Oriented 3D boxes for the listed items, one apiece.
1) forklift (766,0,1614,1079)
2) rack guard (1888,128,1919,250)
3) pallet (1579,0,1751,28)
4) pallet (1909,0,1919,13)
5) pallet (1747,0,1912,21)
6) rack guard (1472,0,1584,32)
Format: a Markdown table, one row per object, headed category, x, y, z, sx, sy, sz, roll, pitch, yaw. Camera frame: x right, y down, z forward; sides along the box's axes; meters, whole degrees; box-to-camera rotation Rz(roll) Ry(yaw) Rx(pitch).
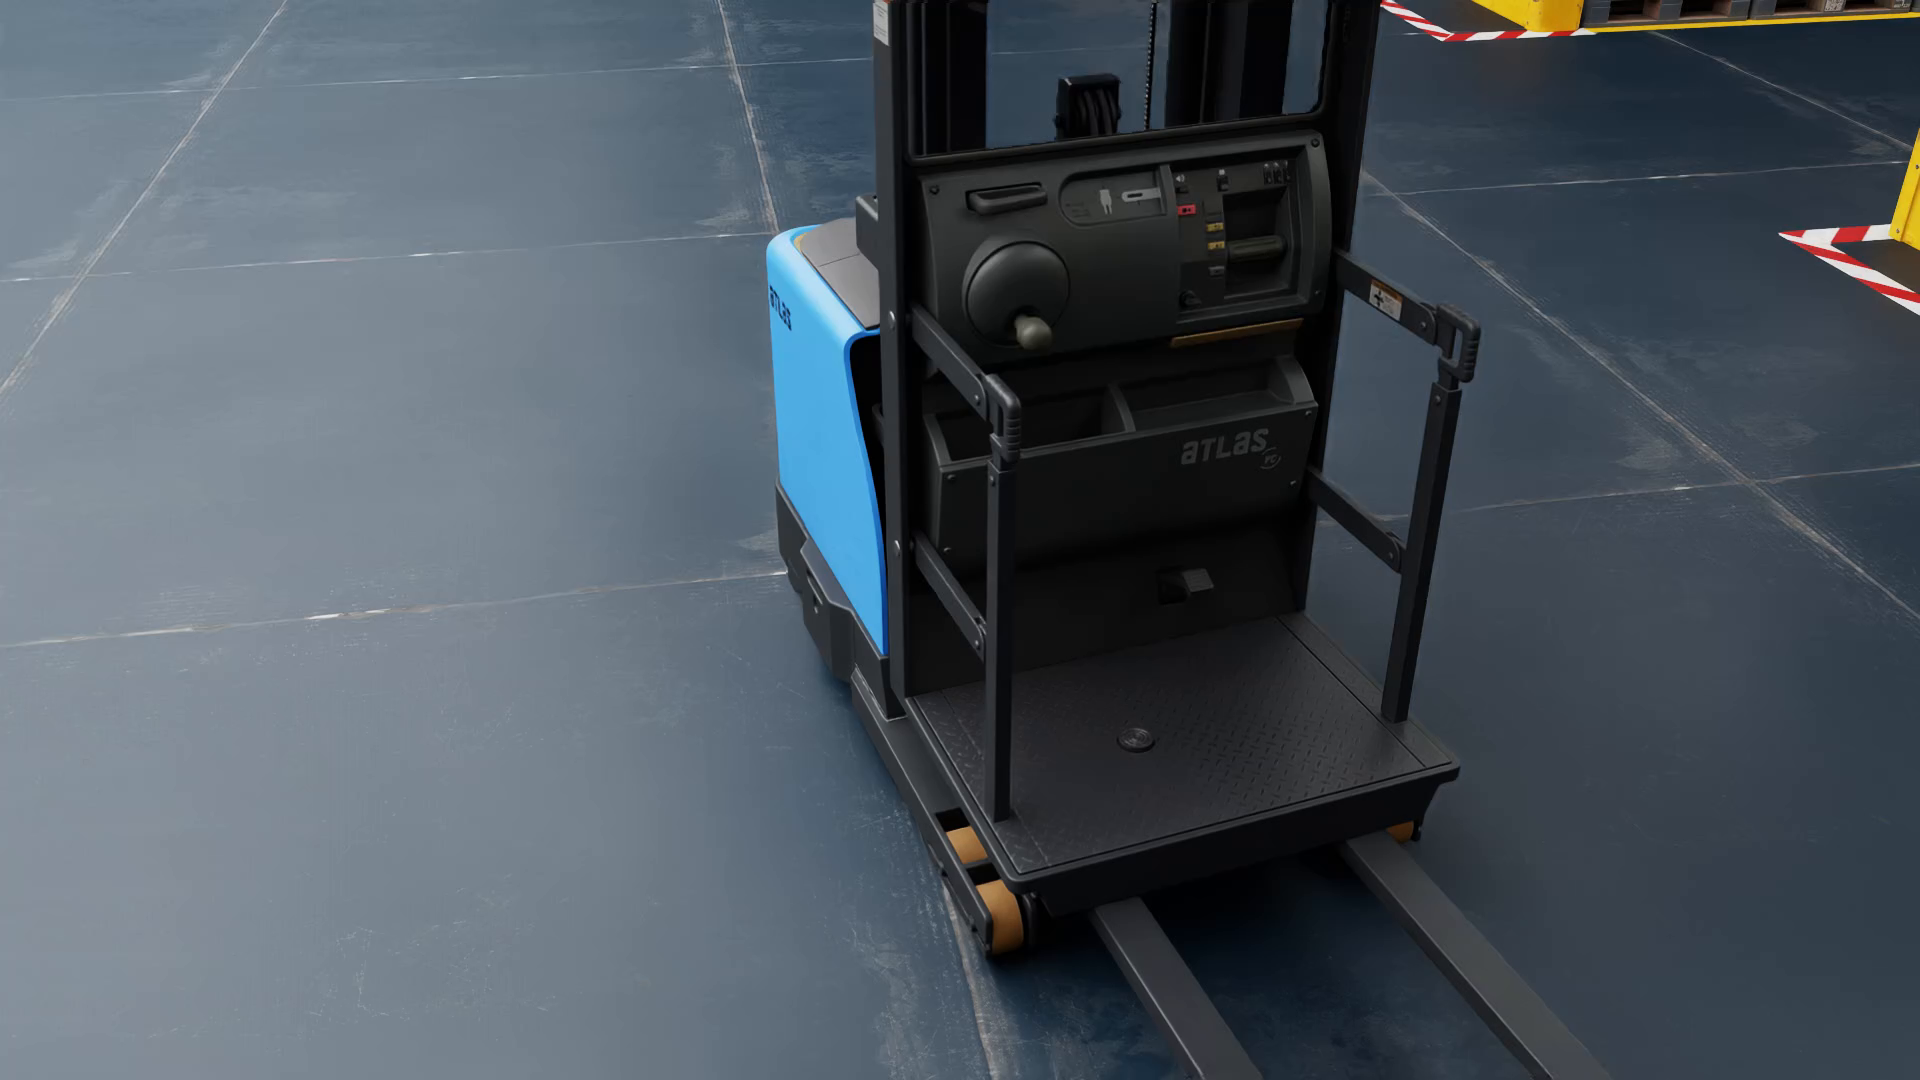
| category | x | y | z | sx | sy | sz | roll | pitch | yaw |
| --- | --- | --- | --- | --- | --- | --- | --- | --- | --- |
| forklift | 0.446 | -0.583 | 3.350 | 1.130 | 2.935 | 3.031 | -11 | 32 | -18 |
| rack guard | 4.523 | -1.358 | 7.066 | 0.348 | 0.500 | 1.175 | -5 | 31 | -9 |
| pallet | 4.632 | -3.781 | 11.472 | 1.213 | 0.211 | 1.003 | -5 | 31 | -9 |
| pallet | 7.033 | -4.004 | 11.851 | 1.213 | 0.211 | 1.003 | -5 | 31 | -9 |
| pallet | 5.830 | -3.891 | 11.659 | 1.213 | 0.211 | 1.003 | -5 | 31 | -9 |
| rack guard | 3.827 | -3.849 | 11.303 | 0.348 | 0.500 | 1.175 | -5 | 31 | -9 |
